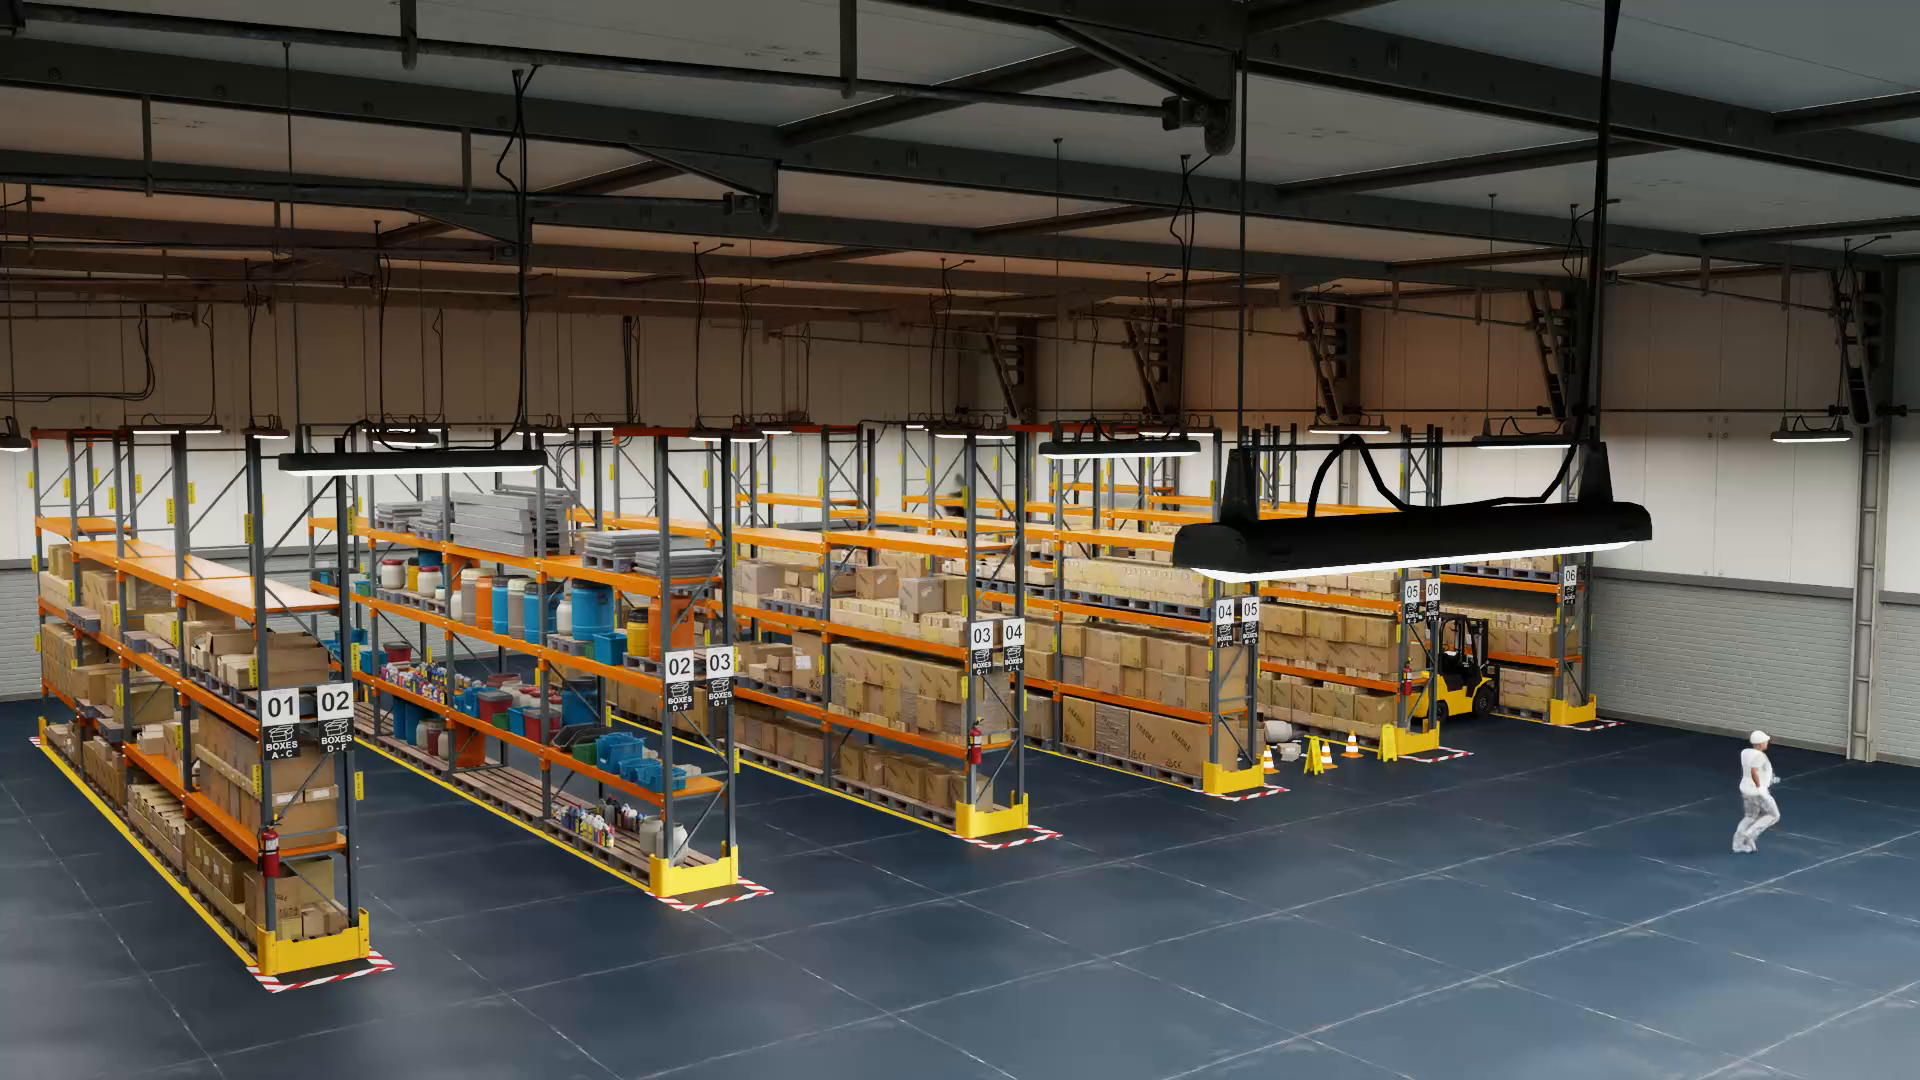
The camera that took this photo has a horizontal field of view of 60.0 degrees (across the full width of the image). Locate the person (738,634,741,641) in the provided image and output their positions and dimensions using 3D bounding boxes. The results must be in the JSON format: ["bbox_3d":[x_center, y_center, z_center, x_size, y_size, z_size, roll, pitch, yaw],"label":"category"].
[{"bbox_3d":[-4.704,2.823,35.009,0.579,1.566,0.818,-4,6,-42],"label":"person"}]

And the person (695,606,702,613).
[{"bbox_3d":[-6.428,2.331,40.318,0.601,1.629,0.620,1,5,18],"label":"person"}]

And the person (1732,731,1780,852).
[{"bbox_3d":[11.407,3.586,23.718,0.697,1.730,0.674,0,4,-3],"label":"person"}]

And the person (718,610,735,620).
[{"bbox_3d":[-5.836,2.244,40.958,0.672,1.732,0.552,3,5,33],"label":"person"}]

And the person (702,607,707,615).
[{"bbox_3d":[-5.985,2.395,38.850,0.760,1.768,1.027,-2,5,-22],"label":"person"}]
